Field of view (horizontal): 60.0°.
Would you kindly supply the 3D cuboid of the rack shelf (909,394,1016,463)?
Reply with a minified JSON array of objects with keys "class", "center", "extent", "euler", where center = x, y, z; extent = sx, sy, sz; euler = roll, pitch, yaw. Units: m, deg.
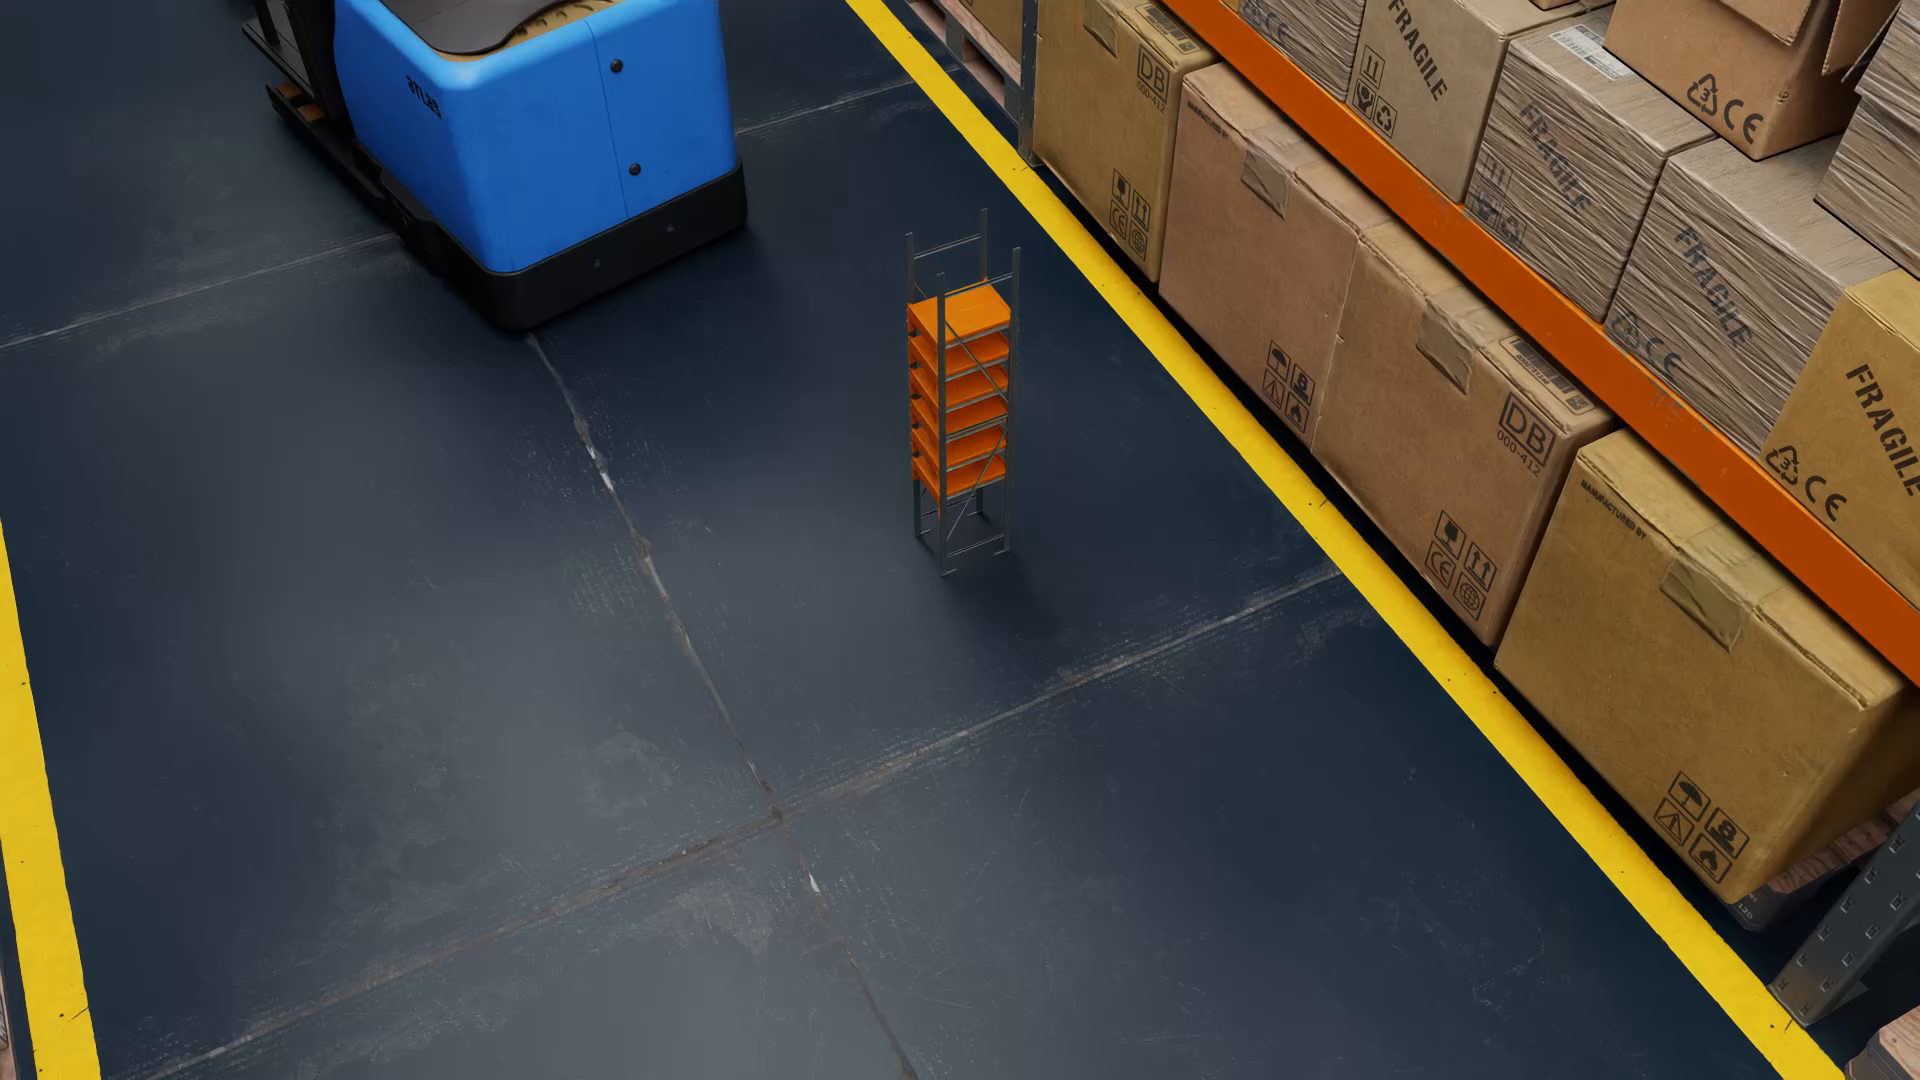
[{"class":"rack shelf","center":[0.007,-0.356,4.823],"extent":[0.258,0.103,0.180],"euler":[-21,52,-18]}]

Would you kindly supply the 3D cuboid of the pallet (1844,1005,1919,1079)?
[{"class":"pallet","center":[2.887,1.470,3.824],"extent":[1.003,0.211,1.213],"euler":[-21,52,-18]}]

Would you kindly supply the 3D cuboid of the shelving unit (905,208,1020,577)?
[{"class":"shelving unit","center":[0.007,-0.385,4.790],"extent":[0.258,1.200,0.189],"euler":[-21,52,-18]}]

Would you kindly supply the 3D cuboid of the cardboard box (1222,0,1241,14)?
[{"class":"cardboard box","center":[0.919,-1.952,4.898],"extent":[0.500,0.500,0.500],"euler":[-21,52,-17]}]

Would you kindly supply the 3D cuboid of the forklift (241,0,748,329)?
[{"class":"forklift","center":[-2.121,-2.749,5.707],"extent":[1.130,2.935,3.031],"euler":[-32,56,-25]}]

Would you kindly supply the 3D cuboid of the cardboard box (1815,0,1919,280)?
[{"class":"cardboard box","center":[2.210,-0.830,3.250],"extent":[0.797,0.503,0.637],"euler":[-20,52,-16]}]

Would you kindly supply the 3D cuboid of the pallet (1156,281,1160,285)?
[{"class":"pallet","center":[1.120,-1.241,6.195],"extent":[1.003,0.211,1.213],"euler":[-21,52,-18]}]

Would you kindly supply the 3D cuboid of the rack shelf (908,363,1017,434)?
[{"class":"rack shelf","center":[0.007,-0.435,4.733],"extent":[0.258,0.103,0.180],"euler":[-21,52,-18]}]

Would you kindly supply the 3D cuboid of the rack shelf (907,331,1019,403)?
[{"class":"rack shelf","center":[0.007,-0.514,4.643],"extent":[0.258,0.103,0.180],"euler":[-21,52,-18]}]

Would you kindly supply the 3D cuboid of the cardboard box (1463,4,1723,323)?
[{"class":"cardboard box","center":[1.621,-0.932,4.006],"extent":[0.500,0.500,0.500],"euler":[-23,53,-19]}]

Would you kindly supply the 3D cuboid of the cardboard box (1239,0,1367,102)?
[{"class":"cardboard box","center":[1.148,-1.617,4.605],"extent":[0.500,0.500,0.500],"euler":[-22,52,-18]}]

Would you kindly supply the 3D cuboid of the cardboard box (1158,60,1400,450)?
[{"class":"cardboard box","center":[1.420,-1.069,5.325],"extent":[1.225,0.875,0.875],"euler":[-23,53,-19]}]

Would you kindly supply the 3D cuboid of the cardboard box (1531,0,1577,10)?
[{"class":"cardboard box","center":[1.602,-1.714,4.023],"extent":[0.797,0.503,0.637],"euler":[-20,52,-16]}]

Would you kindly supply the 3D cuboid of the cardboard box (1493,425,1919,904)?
[{"class":"cardboard box","center":[2.233,0.120,4.285],"extent":[1.225,0.875,0.875],"euler":[-23,53,-19]}]

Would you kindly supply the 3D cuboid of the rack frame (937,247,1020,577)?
[{"class":"rack frame","center":[0.048,-0.324,4.736],"extent":[0.240,1.200,0.006],"euler":[-21,52,-18]}]

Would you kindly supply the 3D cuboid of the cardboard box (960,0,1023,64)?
[{"class":"cardboard box","center":[0.469,-2.557,6.626],"extent":[0.875,0.875,0.875],"euler":[-21,52,-18]}]

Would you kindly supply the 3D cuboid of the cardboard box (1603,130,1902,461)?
[{"class":"cardboard box","center":[1.861,-0.586,3.703],"extent":[0.500,0.500,0.500],"euler":[-22,52,-18]}]

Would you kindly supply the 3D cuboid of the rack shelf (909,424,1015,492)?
[{"class":"rack shelf","center":[0.007,-0.277,4.914],"extent":[0.258,0.103,0.180],"euler":[-21,52,-18]}]

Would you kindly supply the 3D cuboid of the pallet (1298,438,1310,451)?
[{"class":"pallet","center":[1.683,-0.423,5.480],"extent":[1.003,0.211,1.213],"euler":[-21,52,-18]}]

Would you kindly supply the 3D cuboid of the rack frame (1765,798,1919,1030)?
[{"class":"rack frame","center":[2.531,0.028,3.233],"extent":[1.000,3.000,0.127],"euler":[-21,52,-18]}]

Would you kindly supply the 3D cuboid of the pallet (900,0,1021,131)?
[{"class":"pallet","center":[0.422,-2.267,7.093],"extent":[1.003,0.211,1.213],"euler":[-21,52,-18]}]

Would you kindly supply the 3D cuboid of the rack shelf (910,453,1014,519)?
[{"class":"rack shelf","center":[0.007,-0.198,5.004],"extent":[0.258,0.103,0.180],"euler":[-21,52,-18]}]

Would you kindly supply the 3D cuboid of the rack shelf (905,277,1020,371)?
[{"class":"rack shelf","center":[0.007,-0.593,4.552],"extent":[0.258,0.103,0.180],"euler":[-21,52,-18]}]

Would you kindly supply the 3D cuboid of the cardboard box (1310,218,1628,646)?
[{"class":"cardboard box","center":[1.832,-0.479,4.809],"extent":[1.225,0.875,0.875],"euler":[-21,52,-17]}]

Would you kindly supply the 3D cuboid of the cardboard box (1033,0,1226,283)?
[{"class":"cardboard box","center":[1.011,-1.666,5.847],"extent":[1.225,0.875,0.875],"euler":[-21,52,-17]}]

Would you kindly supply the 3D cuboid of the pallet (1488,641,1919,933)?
[{"class":"pallet","center":[2.237,0.392,4.767],"extent":[1.003,0.211,1.213],"euler":[-21,52,-18]}]

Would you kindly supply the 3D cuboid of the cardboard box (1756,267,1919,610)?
[{"class":"cardboard box","center":[2.084,-0.250,3.409],"extent":[0.500,0.500,0.500],"euler":[-20,52,-16]}]

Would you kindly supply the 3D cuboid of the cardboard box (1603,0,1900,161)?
[{"class":"cardboard box","center":[1.915,-1.267,3.633],"extent":[0.797,0.503,0.637],"euler":[-20,52,-17]}]

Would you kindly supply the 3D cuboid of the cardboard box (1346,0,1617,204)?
[{"class":"cardboard box","center":[1.389,-1.273,4.304],"extent":[0.500,0.500,0.500],"euler":[-20,52,-17]}]

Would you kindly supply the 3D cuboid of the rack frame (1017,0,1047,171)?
[{"class":"rack frame","center":[0.700,-2.649,5.574],"extent":[1.000,3.000,0.127],"euler":[-21,52,-18]}]

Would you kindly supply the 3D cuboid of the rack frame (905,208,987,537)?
[{"class":"rack frame","center":[-0.035,-0.447,4.843],"extent":[0.240,1.200,0.006],"euler":[-21,52,-18]}]
